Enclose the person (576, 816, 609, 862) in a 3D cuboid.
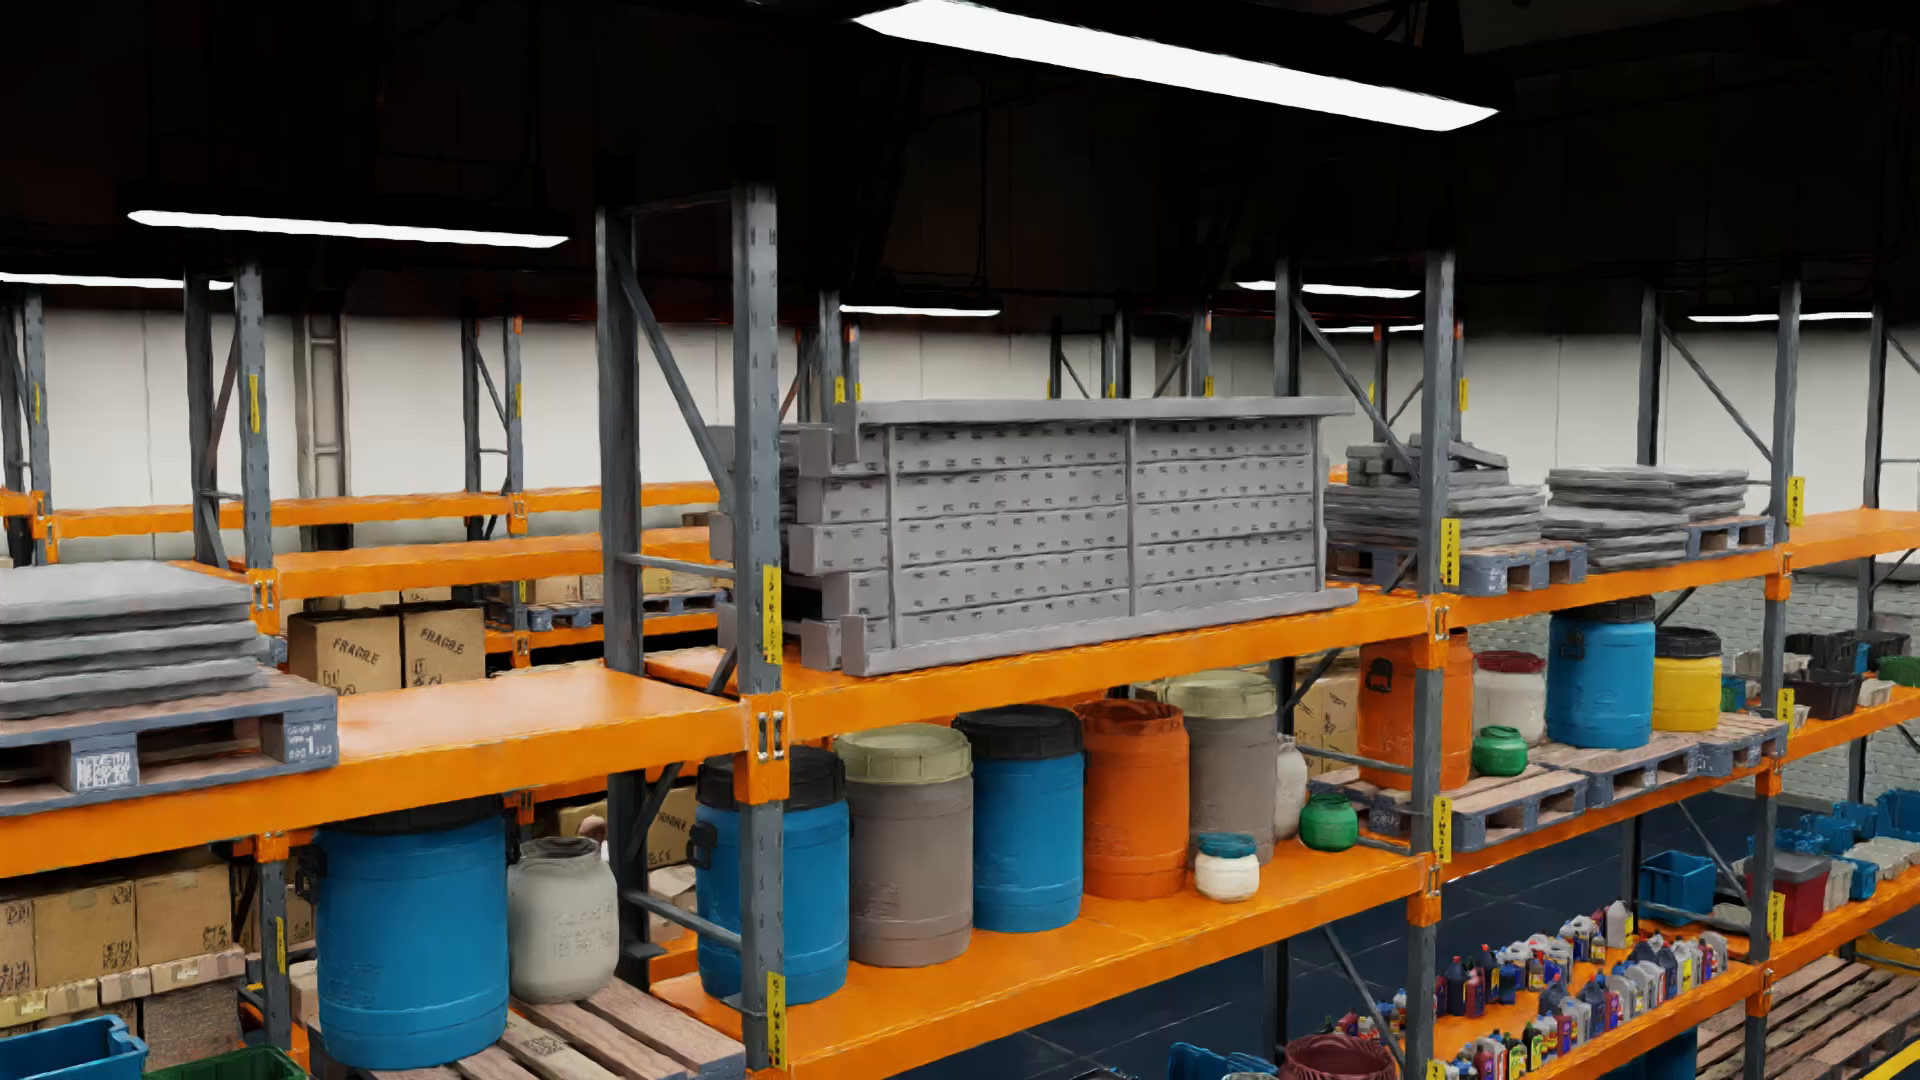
[{"bbox_3d":[-2.901,3.045,13.351,1.210,1.702,0.596,-4,7,-39],"label":"person"}]
